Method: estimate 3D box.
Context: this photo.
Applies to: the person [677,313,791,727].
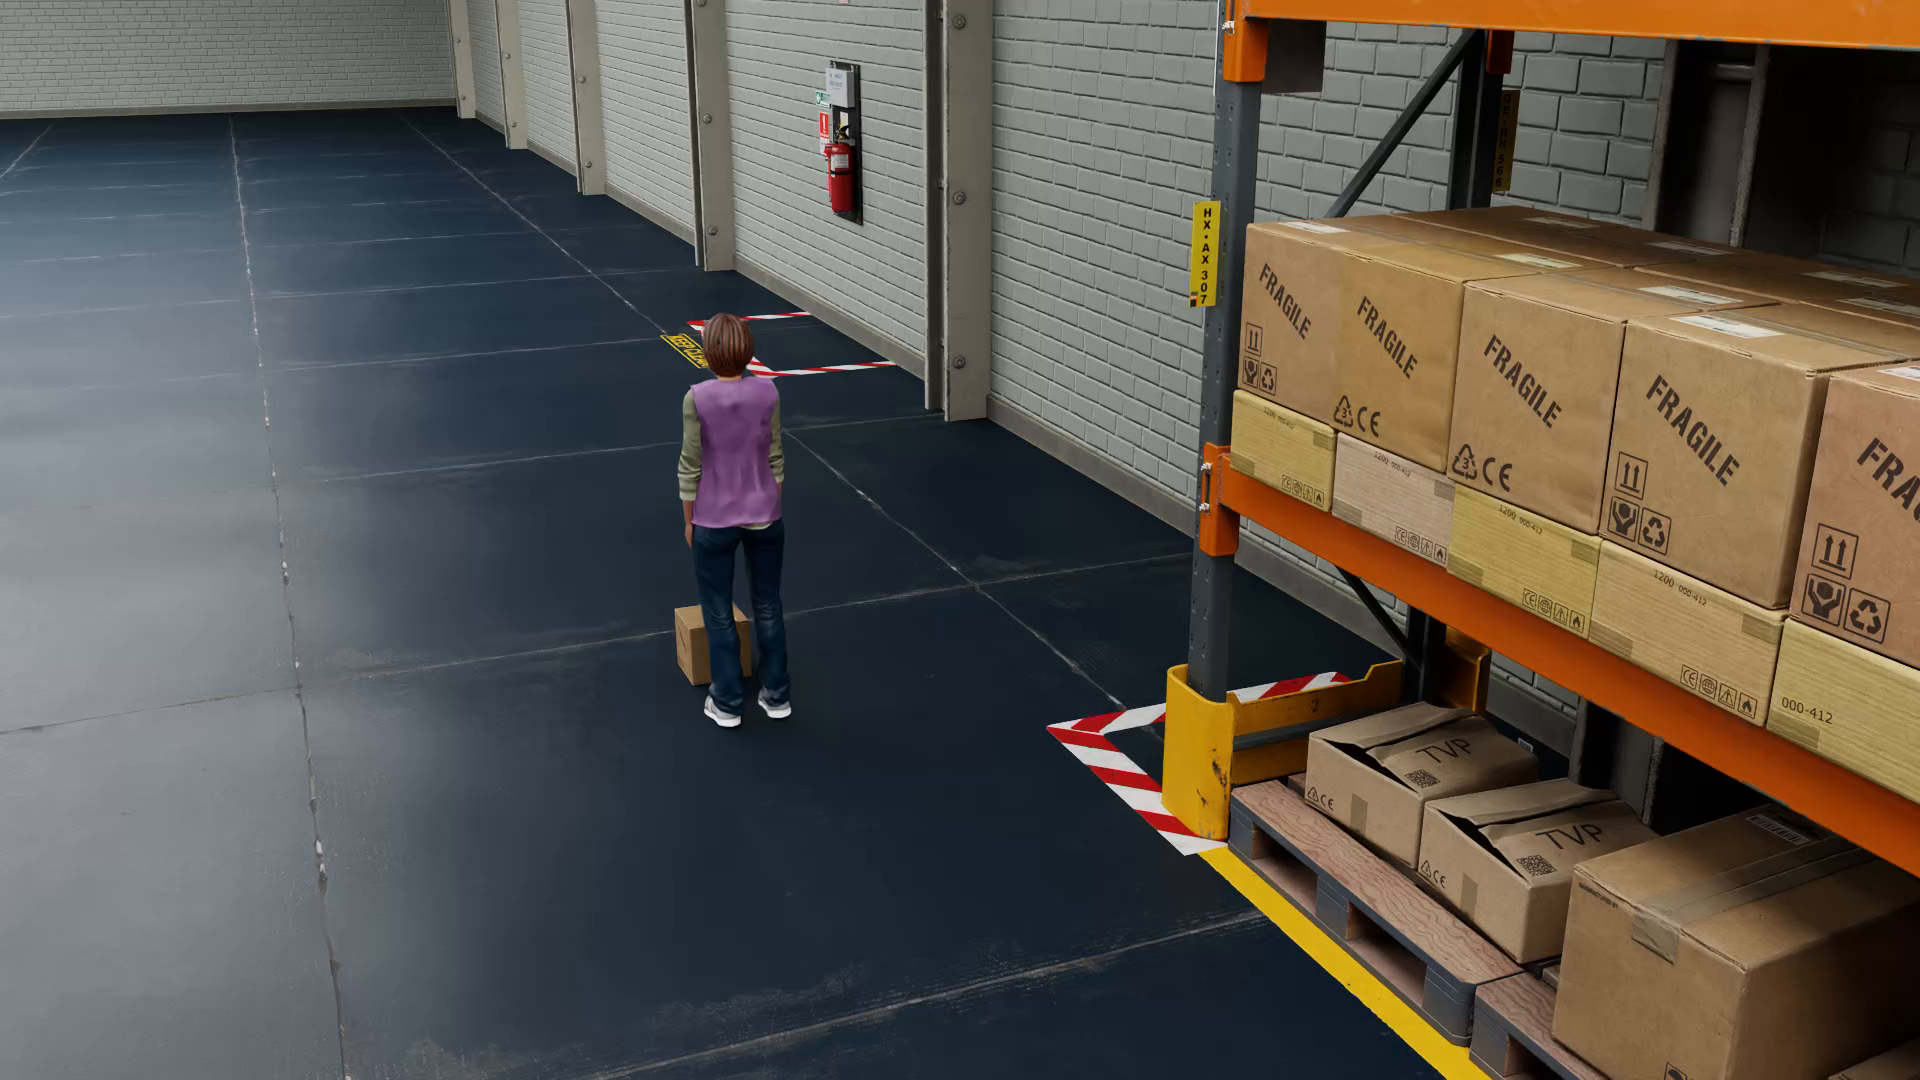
[{"bbox_3d":[-0.855,-0.063,6.274,0.406,1.599,0.306,-8,21,-21],"label":"person"}]
